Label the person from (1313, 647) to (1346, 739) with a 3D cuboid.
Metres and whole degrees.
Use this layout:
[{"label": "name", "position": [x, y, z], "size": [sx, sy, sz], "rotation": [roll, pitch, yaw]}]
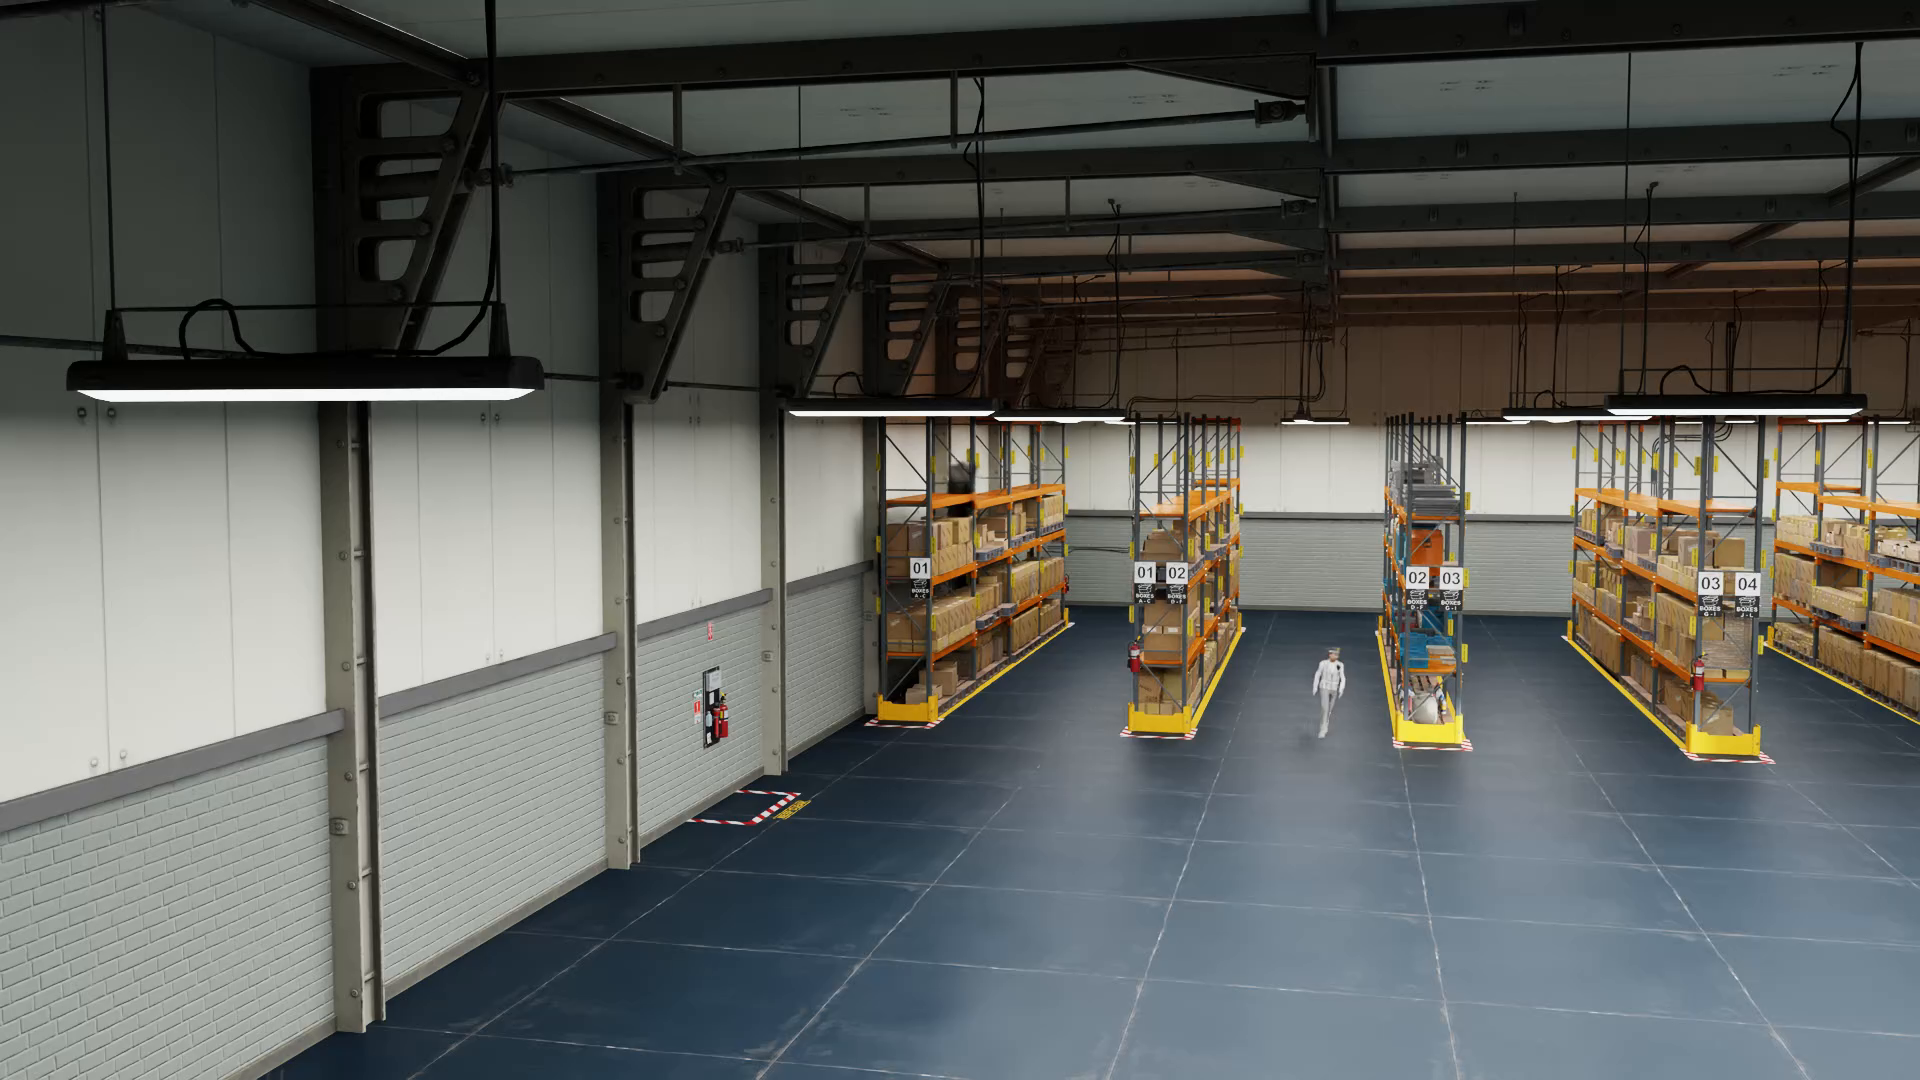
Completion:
[{"label": "person", "position": [6.839, 2.799, 30.836], "size": [0.547, 1.664, 0.675], "rotation": [0, 4, -6]}]
